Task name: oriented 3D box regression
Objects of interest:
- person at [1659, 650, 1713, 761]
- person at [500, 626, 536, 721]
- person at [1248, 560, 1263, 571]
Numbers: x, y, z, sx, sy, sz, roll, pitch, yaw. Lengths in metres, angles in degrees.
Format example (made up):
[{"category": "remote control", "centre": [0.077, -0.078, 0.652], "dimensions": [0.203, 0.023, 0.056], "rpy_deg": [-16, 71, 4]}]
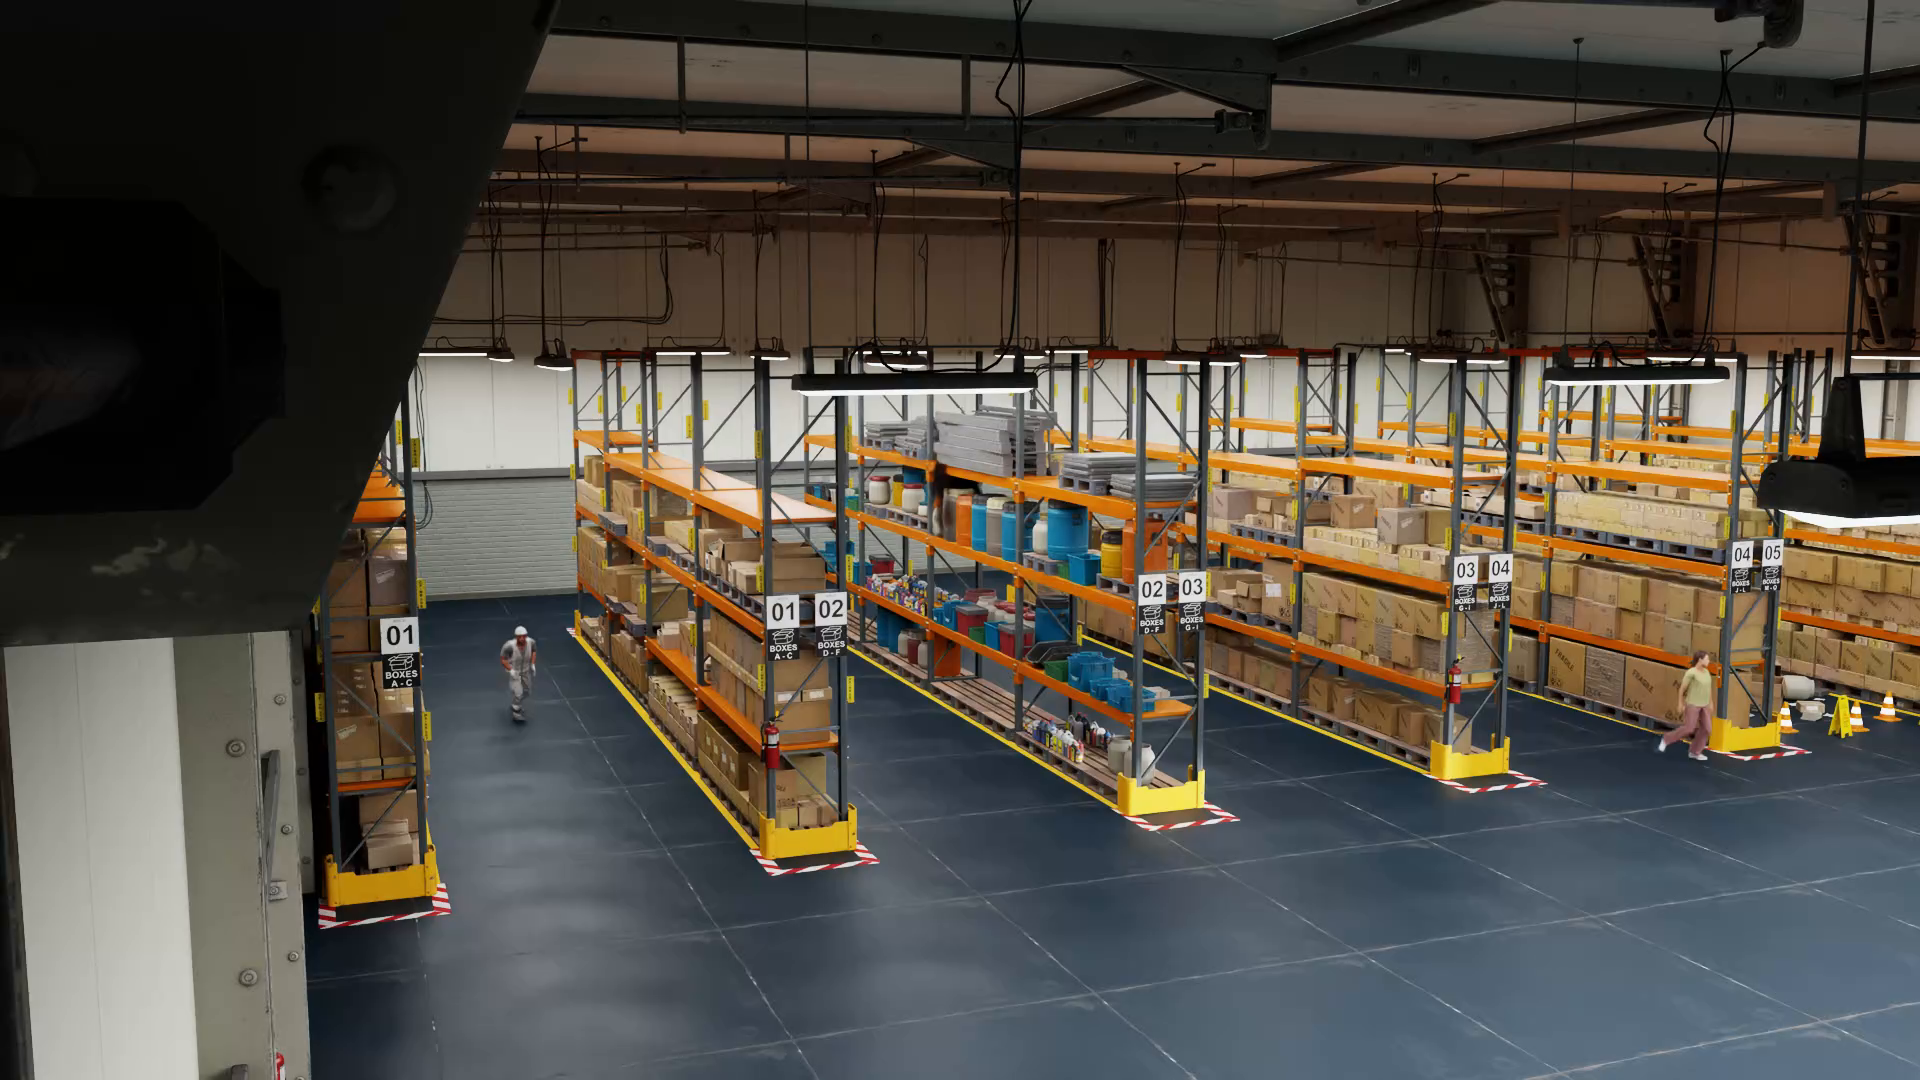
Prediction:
[{"category": "person", "centre": [10.813, 2.439, 24.723], "dimensions": [0.678, 1.636, 0.606], "rpy_deg": [-4, 8, -27]}, {"category": "person", "centre": [-7.220, 2.156, 27.133], "dimensions": [0.930, 1.626, 0.668], "rpy_deg": [7, 10, 44]}, {"category": "person", "centre": [7.473, 0.367, 41.256], "dimensions": [0.875, 1.712, 0.637], "rpy_deg": [6, 9, 38]}]
